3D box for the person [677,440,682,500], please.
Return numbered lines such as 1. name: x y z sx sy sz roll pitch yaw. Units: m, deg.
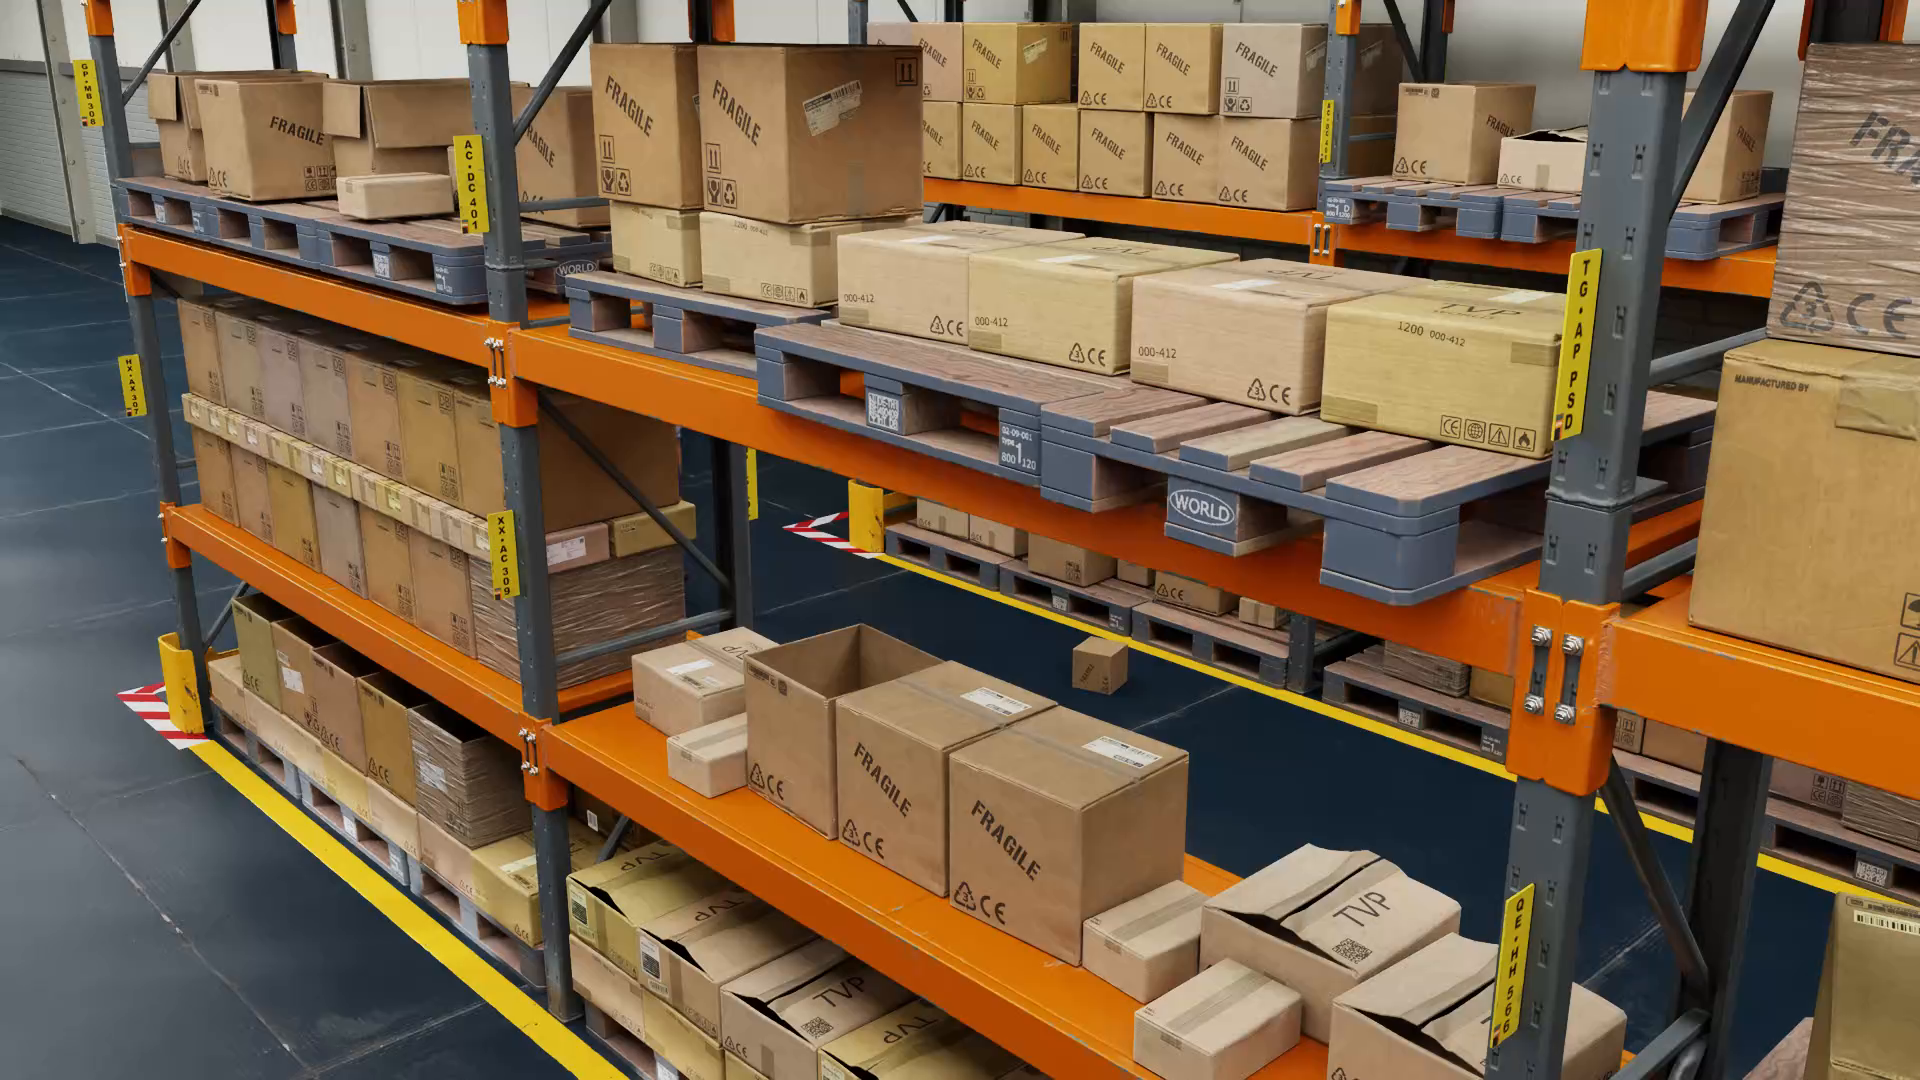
1. person: -2.110 -0.393 11.122 0.438 1.566 0.475 7 19 22
